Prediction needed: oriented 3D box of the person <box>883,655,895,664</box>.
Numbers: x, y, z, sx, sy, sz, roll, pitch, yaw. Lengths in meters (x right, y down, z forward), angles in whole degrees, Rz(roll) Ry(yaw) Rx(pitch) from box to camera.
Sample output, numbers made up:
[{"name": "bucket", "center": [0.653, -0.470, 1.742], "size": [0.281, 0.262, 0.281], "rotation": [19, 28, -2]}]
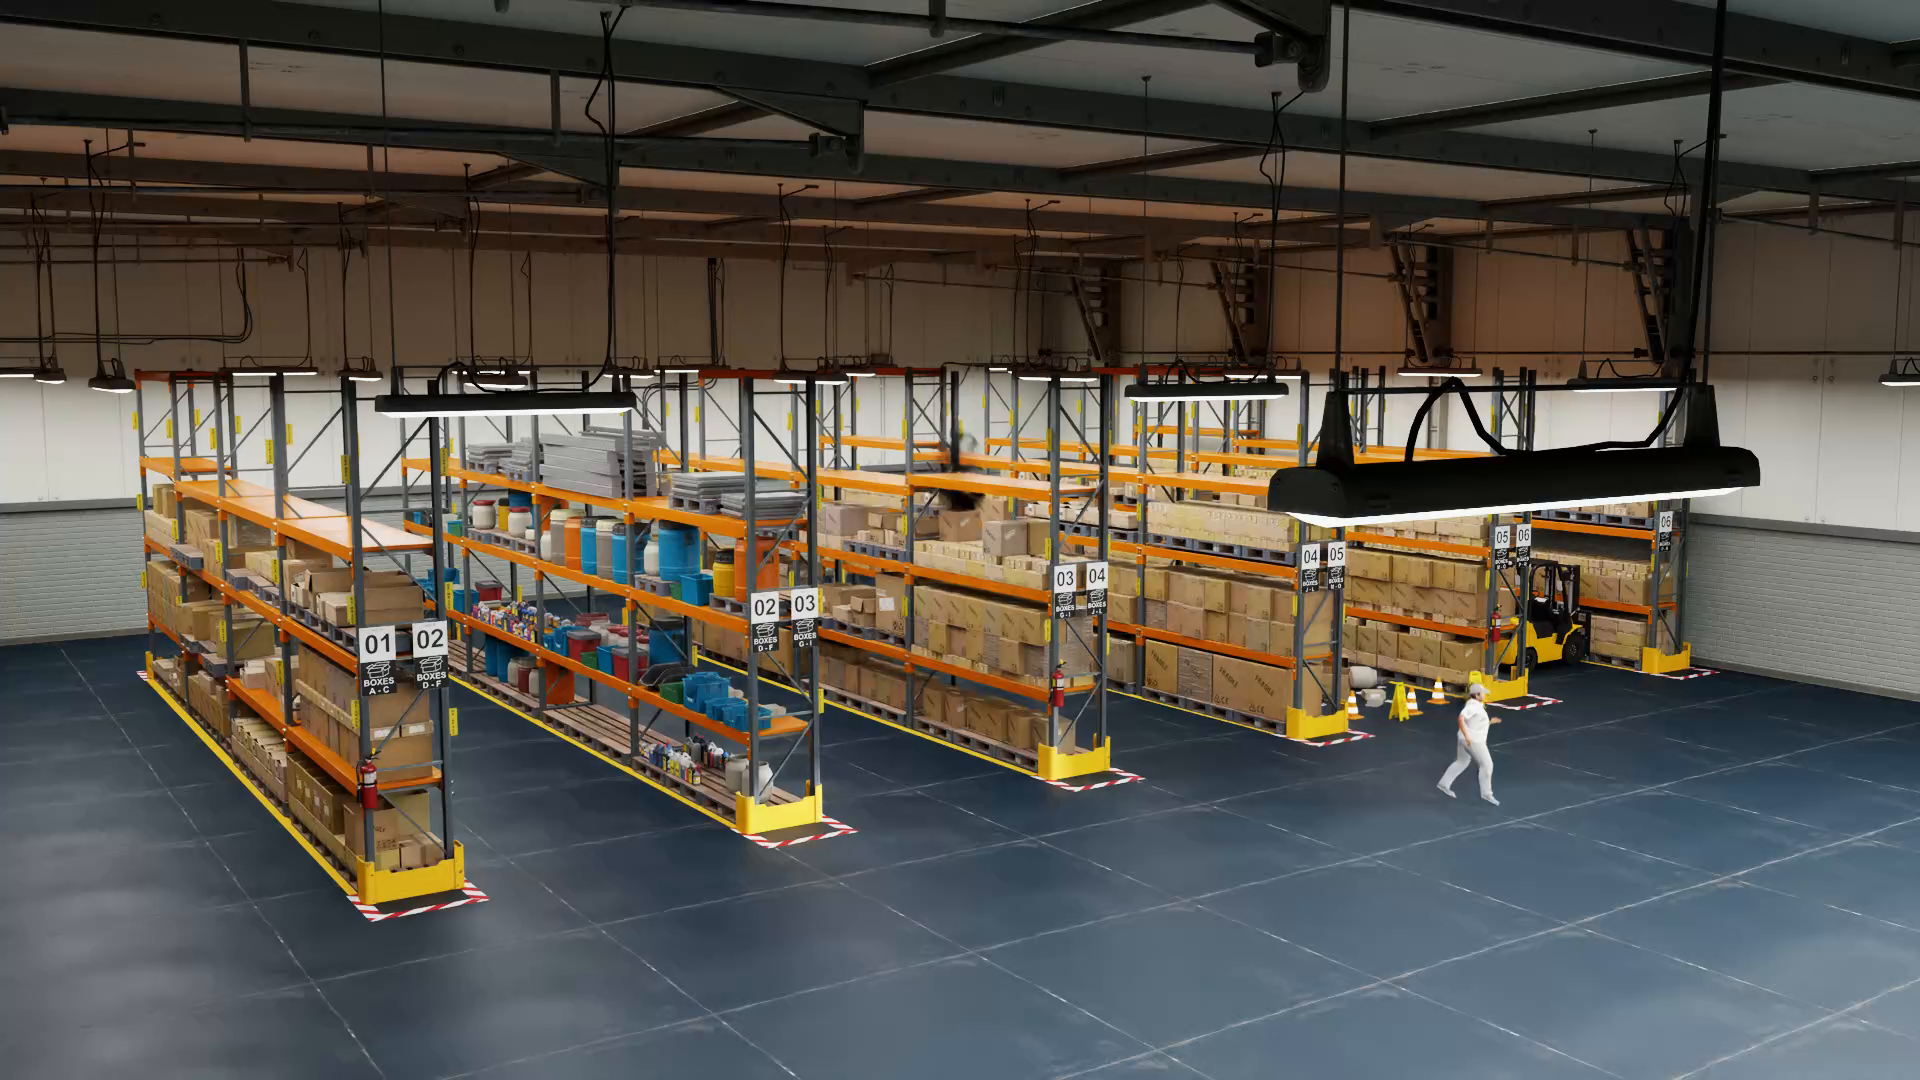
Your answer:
[{"name": "person", "center": [-1.335, 1.784, 32.929], "size": [0.537, 1.733, 0.716], "rotation": [-6, 9, -44]}]

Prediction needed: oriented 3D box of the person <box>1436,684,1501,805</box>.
[{"name": "person", "center": [7.164, 2.865, 23.378], "size": [0.856, 1.703, 0.580], "rotation": [0, 6, 4]}]

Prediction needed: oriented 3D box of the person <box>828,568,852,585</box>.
[{"name": "person", "center": [-2.972, 0.725, 42.131], "size": [0.667, 1.765, 0.684], "rotation": [-4, 7, -30]}]
